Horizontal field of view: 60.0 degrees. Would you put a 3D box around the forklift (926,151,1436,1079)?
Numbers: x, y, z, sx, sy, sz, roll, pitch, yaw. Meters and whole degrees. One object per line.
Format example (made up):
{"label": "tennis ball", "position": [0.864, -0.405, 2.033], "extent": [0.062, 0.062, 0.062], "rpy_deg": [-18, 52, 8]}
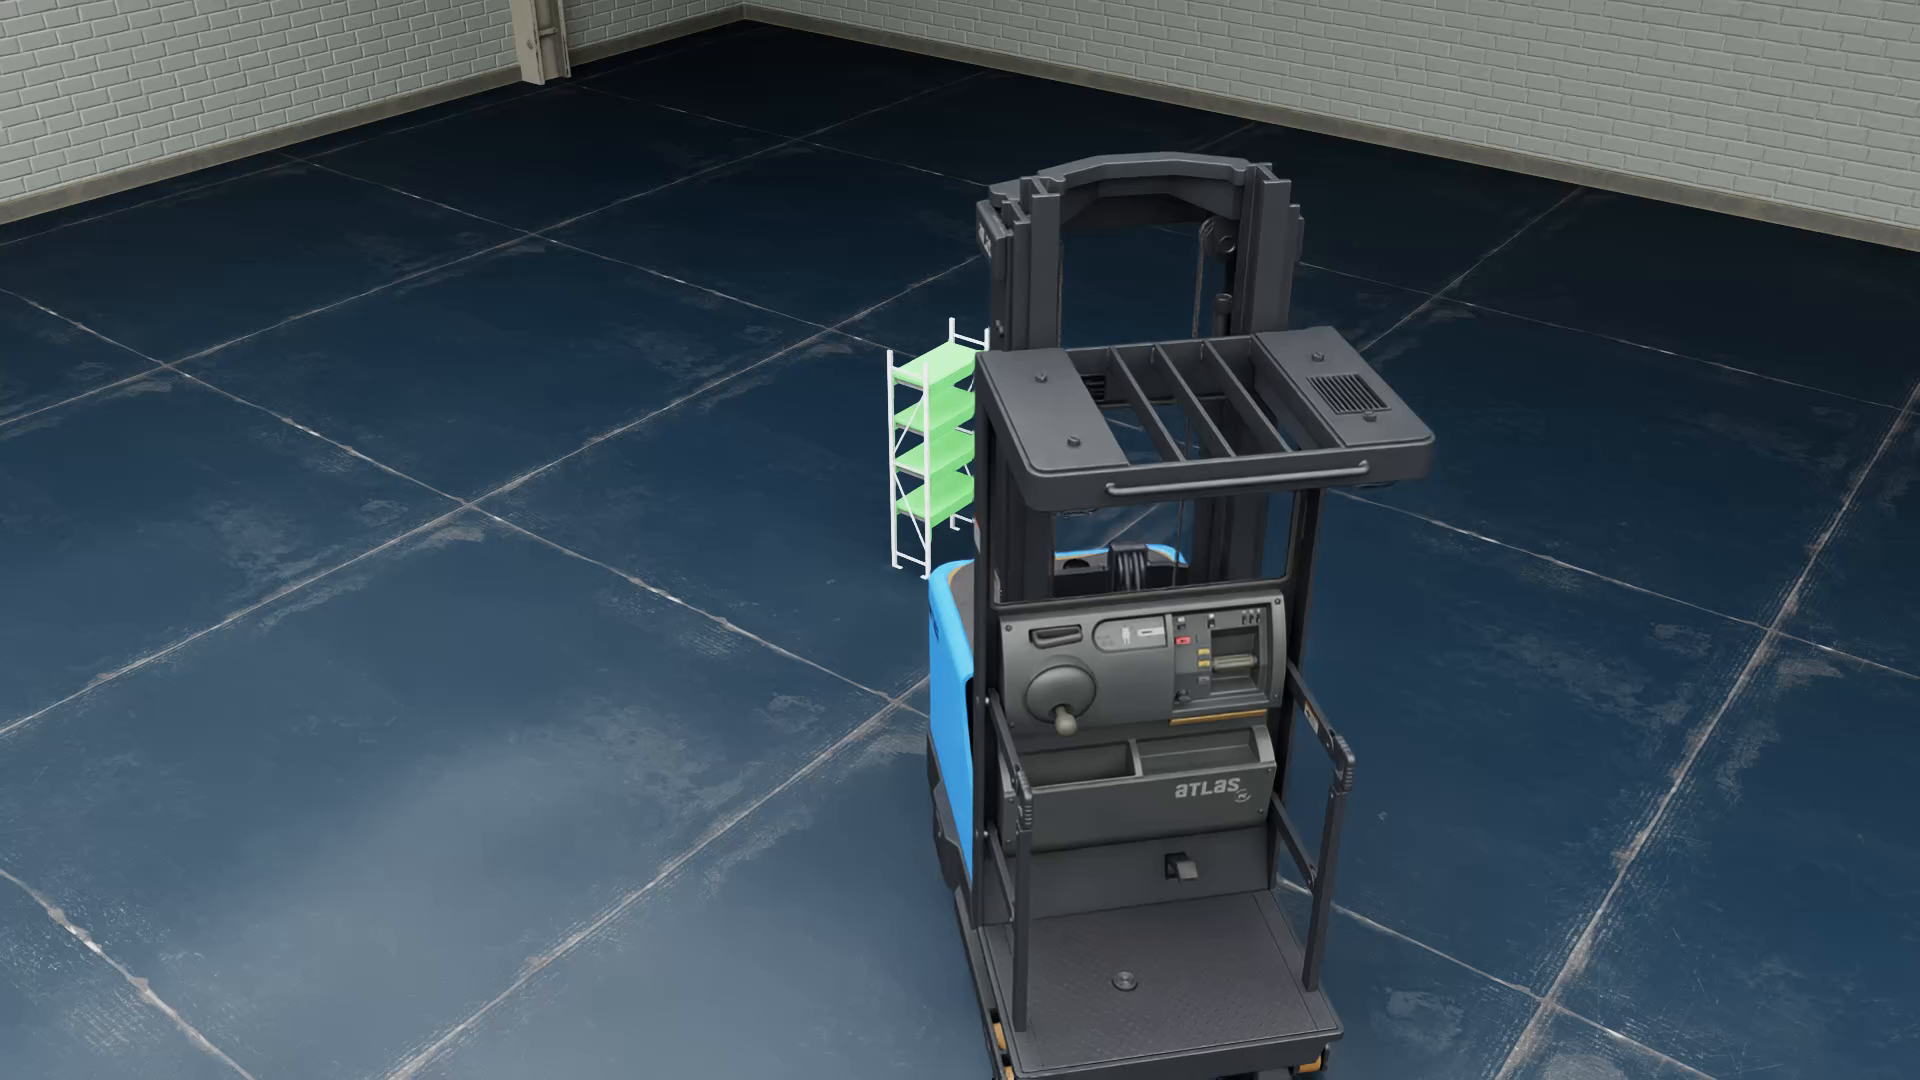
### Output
{"label": "forklift", "position": [0.630, 0.445, 5.124], "extent": [1.130, 2.935, 3.031], "rpy_deg": [-5, 31, -9]}

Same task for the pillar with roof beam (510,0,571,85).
{"label": "pillar with roof beam", "position": [-0.668, -7.121, 11.940], "extent": [9.100, 9.000, 0.400], "rpy_deg": [21, 37, 31]}

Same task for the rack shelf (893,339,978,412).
{"label": "rack shelf", "position": [-0.100, -0.807, 8.118], "extent": [0.258, 0.148, 0.480], "rpy_deg": [21, 37, 31]}

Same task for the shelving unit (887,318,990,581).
{"label": "shelving unit", "position": [-0.100, -0.449, 8.331], "extent": [0.258, 1.200, 0.503], "rpy_deg": [21, 37, 31]}

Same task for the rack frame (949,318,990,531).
{"label": "rack frame", "position": [0.047, -0.548, 8.498], "extent": [0.240, 1.200, 0.015], "rpy_deg": [21, 37, 31]}

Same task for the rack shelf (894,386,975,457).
{"label": "rack shelf", "position": [-0.100, -0.600, 8.241], "extent": [0.258, 0.148, 0.480], "rpy_deg": [21, 37, 31]}

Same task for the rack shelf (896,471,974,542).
{"label": "rack shelf", "position": [-0.100, -0.187, 8.486], "extent": [0.258, 0.148, 0.480], "rpy_deg": [21, 37, 31]}

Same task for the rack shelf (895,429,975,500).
{"label": "rack shelf", "position": [-0.100, -0.394, 8.363], "extent": [0.258, 0.148, 0.480], "rpy_deg": [21, 37, 31]}

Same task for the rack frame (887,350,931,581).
{"label": "rack frame", "position": [-0.247, -0.350, 8.163], "extent": [0.240, 1.200, 0.015], "rpy_deg": [21, 37, 31]}
